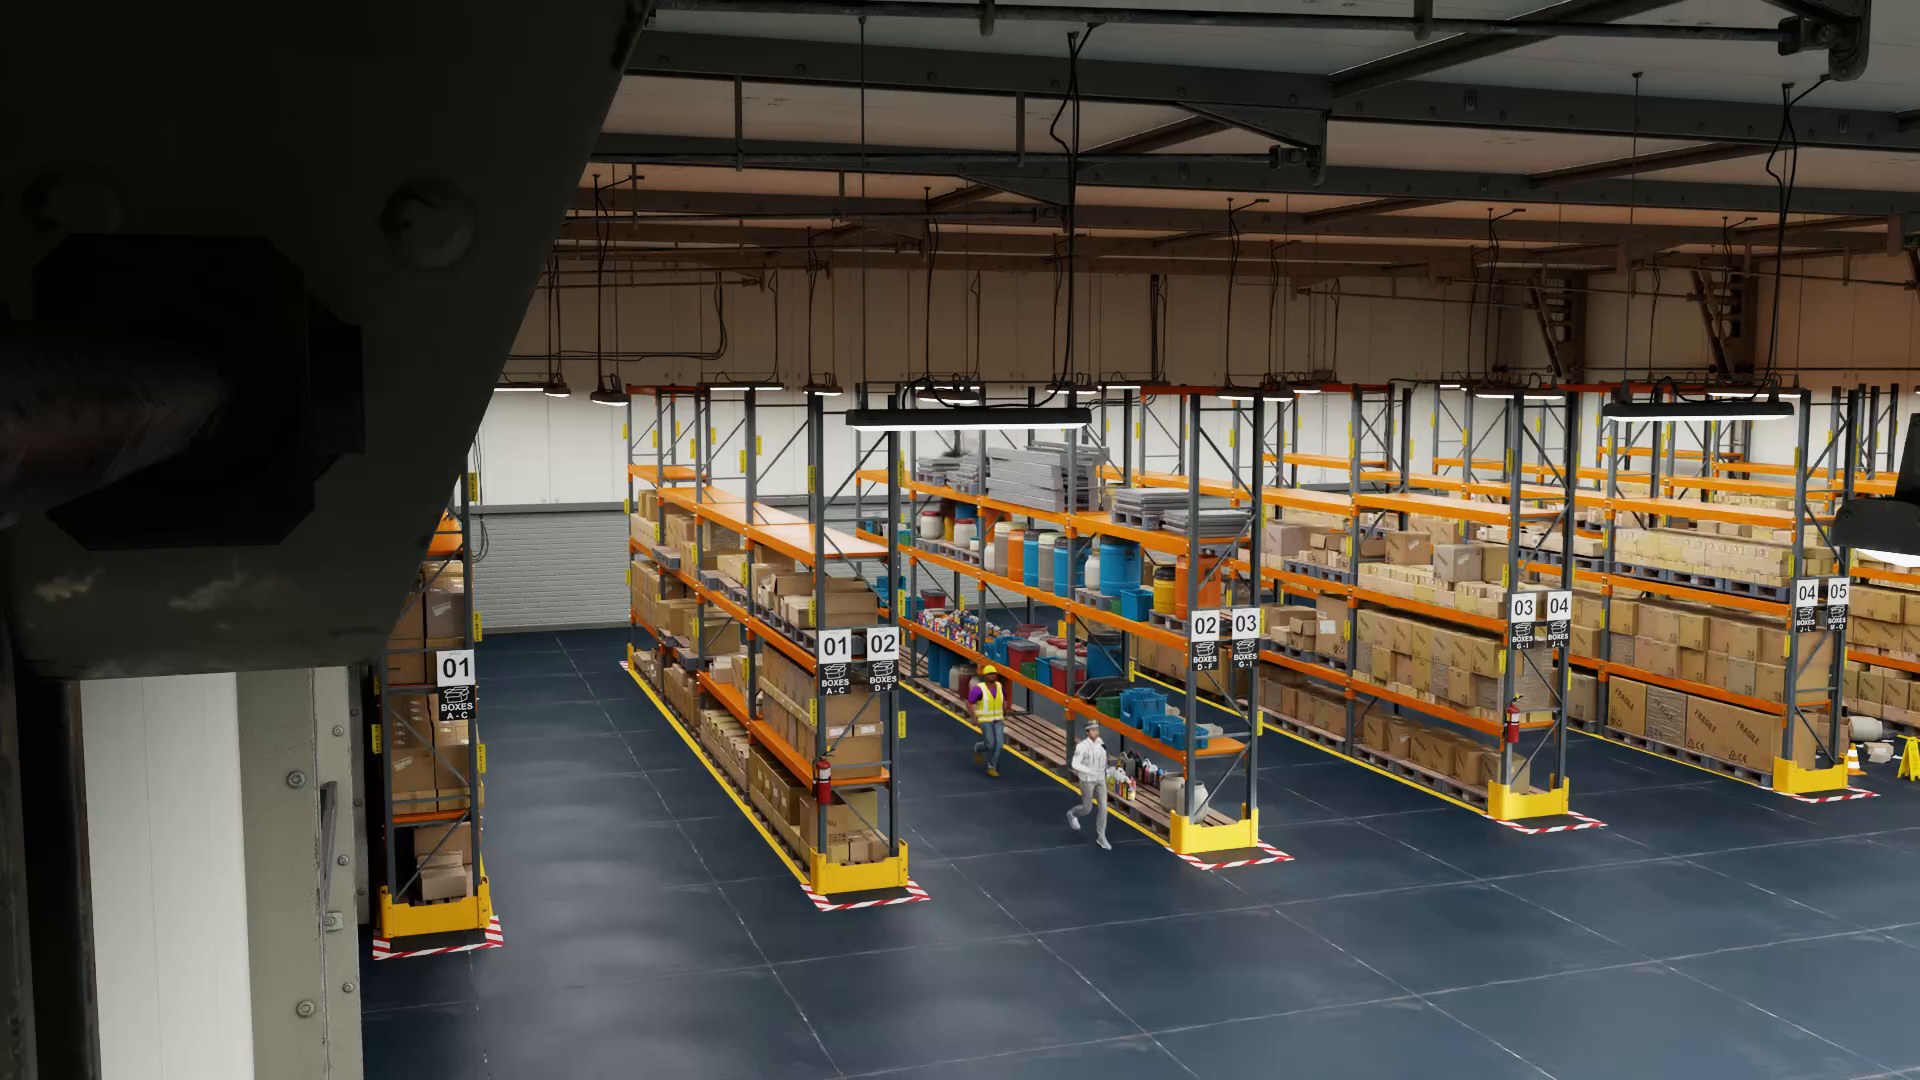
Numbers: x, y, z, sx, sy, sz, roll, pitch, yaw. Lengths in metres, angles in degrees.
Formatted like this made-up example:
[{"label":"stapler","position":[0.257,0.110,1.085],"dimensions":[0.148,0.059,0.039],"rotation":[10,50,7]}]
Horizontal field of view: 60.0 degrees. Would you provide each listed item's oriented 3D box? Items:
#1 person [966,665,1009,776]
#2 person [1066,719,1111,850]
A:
[{"label":"person","position":[0.456,2.802,25.958],"dimensions":[0.711,1.722,0.589],"rotation":[-3,7,-26]},{"label":"person","position":[1.751,3.212,22.185],"dimensions":[0.617,1.700,0.882],"rotation":[-3,7,-30]}]
